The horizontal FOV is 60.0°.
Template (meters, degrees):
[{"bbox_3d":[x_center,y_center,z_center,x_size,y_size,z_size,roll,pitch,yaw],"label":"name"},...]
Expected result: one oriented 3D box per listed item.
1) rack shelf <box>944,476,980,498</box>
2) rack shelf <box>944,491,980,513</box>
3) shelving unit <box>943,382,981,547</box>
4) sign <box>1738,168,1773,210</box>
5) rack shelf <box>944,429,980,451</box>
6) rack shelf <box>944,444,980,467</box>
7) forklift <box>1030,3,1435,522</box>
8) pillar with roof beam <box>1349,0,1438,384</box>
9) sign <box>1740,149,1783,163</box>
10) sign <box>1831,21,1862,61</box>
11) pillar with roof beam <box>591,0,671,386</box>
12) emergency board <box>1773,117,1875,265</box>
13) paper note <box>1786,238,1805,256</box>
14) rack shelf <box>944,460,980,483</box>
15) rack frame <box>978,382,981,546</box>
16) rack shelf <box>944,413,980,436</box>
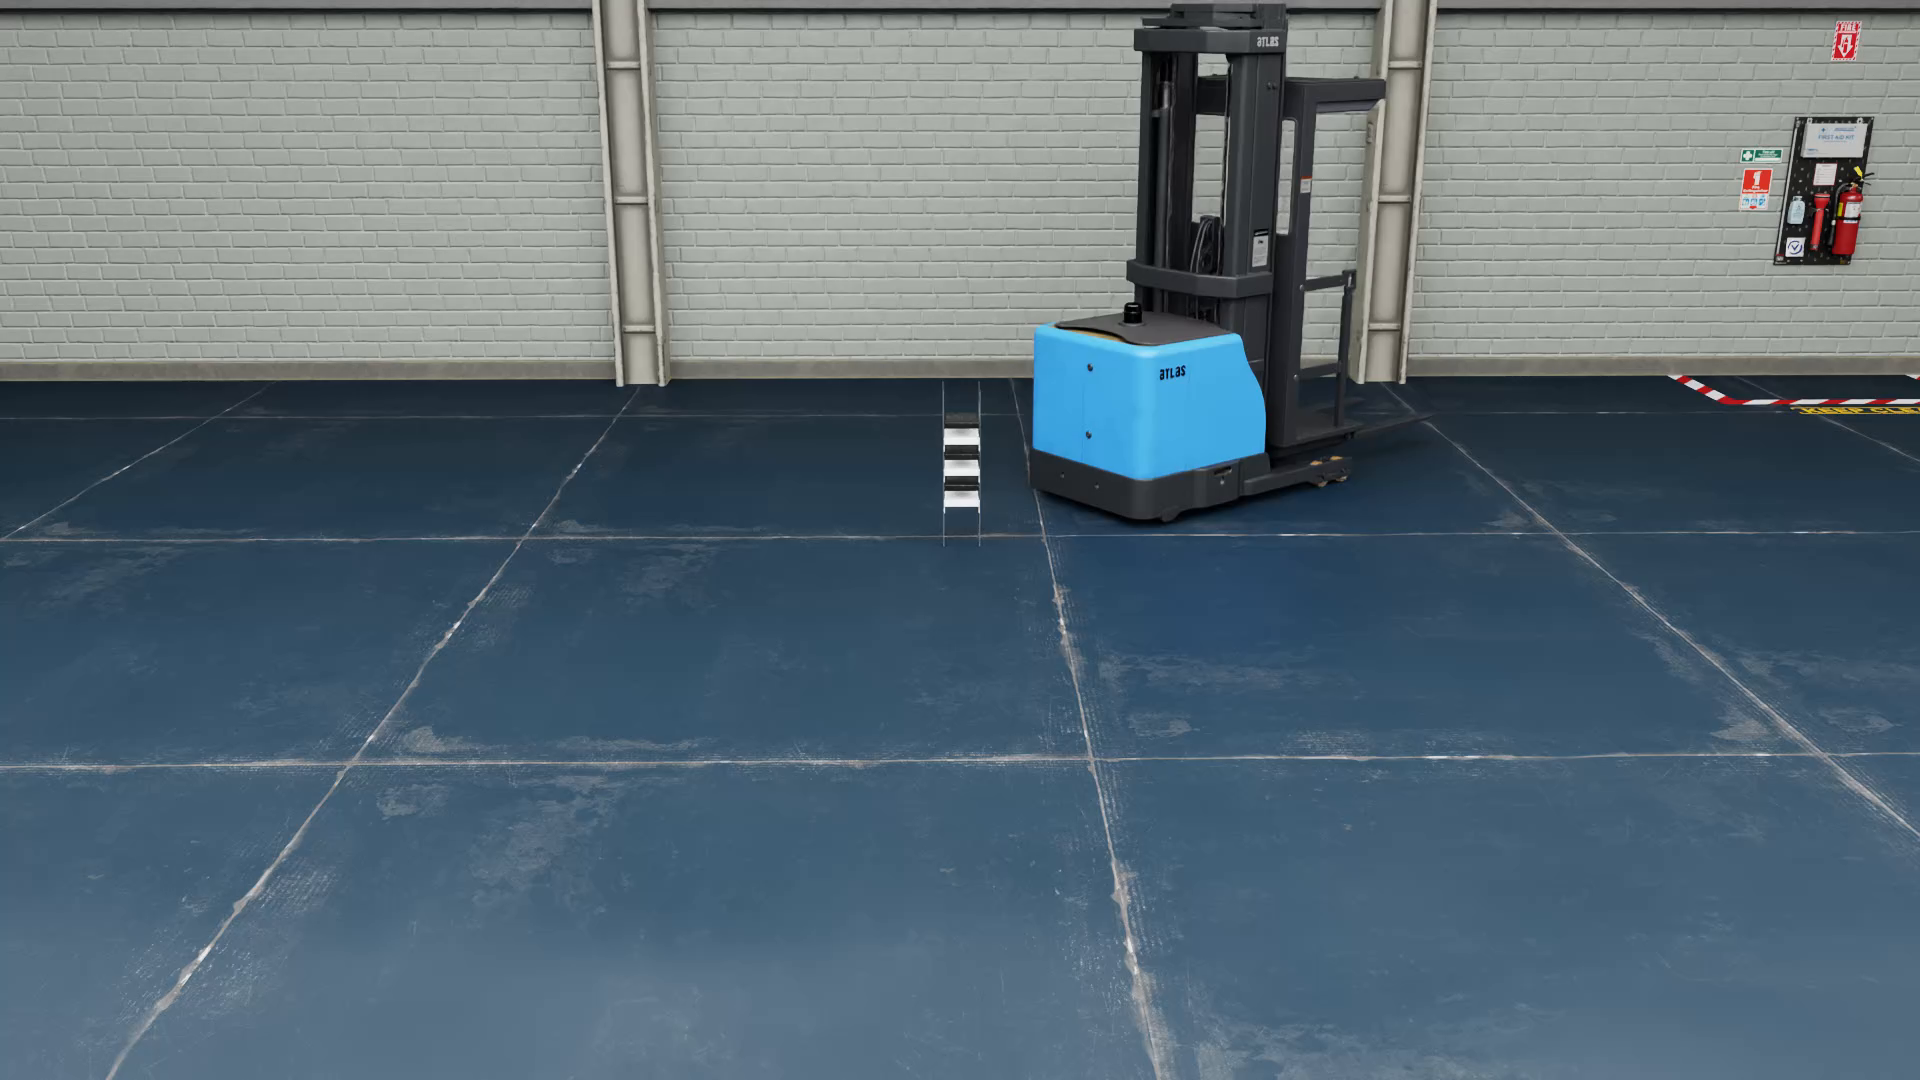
[{"bbox_3d":[0.008,-0.311,9.448,0.200,0.077,0.258,0,18,-1],"label":"rack shelf"},{"bbox_3d":[0.008,-0.225,9.475,0.200,0.077,0.258,0,18,-1],"label":"rack shelf"},{"bbox_3d":[0.008,-0.429,9.410,0.210,0.900,0.258,0,18,-1],"label":"shelving unit"},{"bbox_3d":[6.396,-2.819,13.367,0.234,0.329,0.001,0,18,-1],"label":"sign"},{"bbox_3d":[0.008,-0.568,9.365,0.200,0.077,0.258,0,18,-1],"label":"rack shelf"},{"bbox_3d":[0.008,-0.482,9.393,0.200,0.077,0.258,0,18,-1],"label":"rack shelf"},{"bbox_3d":[1.903,-1.845,10.501,3.031,2.935,1.130,-14,22,-36],"label":"forklift"},{"bbox_3d":[3.490,-4.286,8.178,0.400,9.000,9.100,0,18,-1],"label":"pillar with roof beam"},{"bbox_3d":[6.400,-3.069,13.277,0.331,0.109,0.001,0,18,-1],"label":"sign"},{"bbox_3d":[6.941,-3.908,13.023,0.199,0.298,0.001,0,18,-1],"label":"sign"},{"bbox_3d":[-2.509,-4.258,8.088,0.400,9.000,9.100,0,18,-1],"label":"pillar with roof beam"},{"bbox_3d":[6.950,-2.773,13.282,0.643,1.169,0.194,0,18,-1],"label":"emergency board"},{"bbox_3d":[6.772,-2.374,13.480,0.142,0.148,0.016,0,18,-1],"label":"paper note"},{"bbox_3d":[0.008,-0.397,9.420,0.200,0.077,0.258,0,18,-1],"label":"rack shelf"},{"bbox_3d":[0.110,-0.429,9.412,0.006,0.900,0.240,0,18,-1],"label":"rack frame"},{"bbox_3d":[0.008,-0.654,9.338,0.200,0.077,0.258,0,18,-1],"label":"rack shelf"}]
